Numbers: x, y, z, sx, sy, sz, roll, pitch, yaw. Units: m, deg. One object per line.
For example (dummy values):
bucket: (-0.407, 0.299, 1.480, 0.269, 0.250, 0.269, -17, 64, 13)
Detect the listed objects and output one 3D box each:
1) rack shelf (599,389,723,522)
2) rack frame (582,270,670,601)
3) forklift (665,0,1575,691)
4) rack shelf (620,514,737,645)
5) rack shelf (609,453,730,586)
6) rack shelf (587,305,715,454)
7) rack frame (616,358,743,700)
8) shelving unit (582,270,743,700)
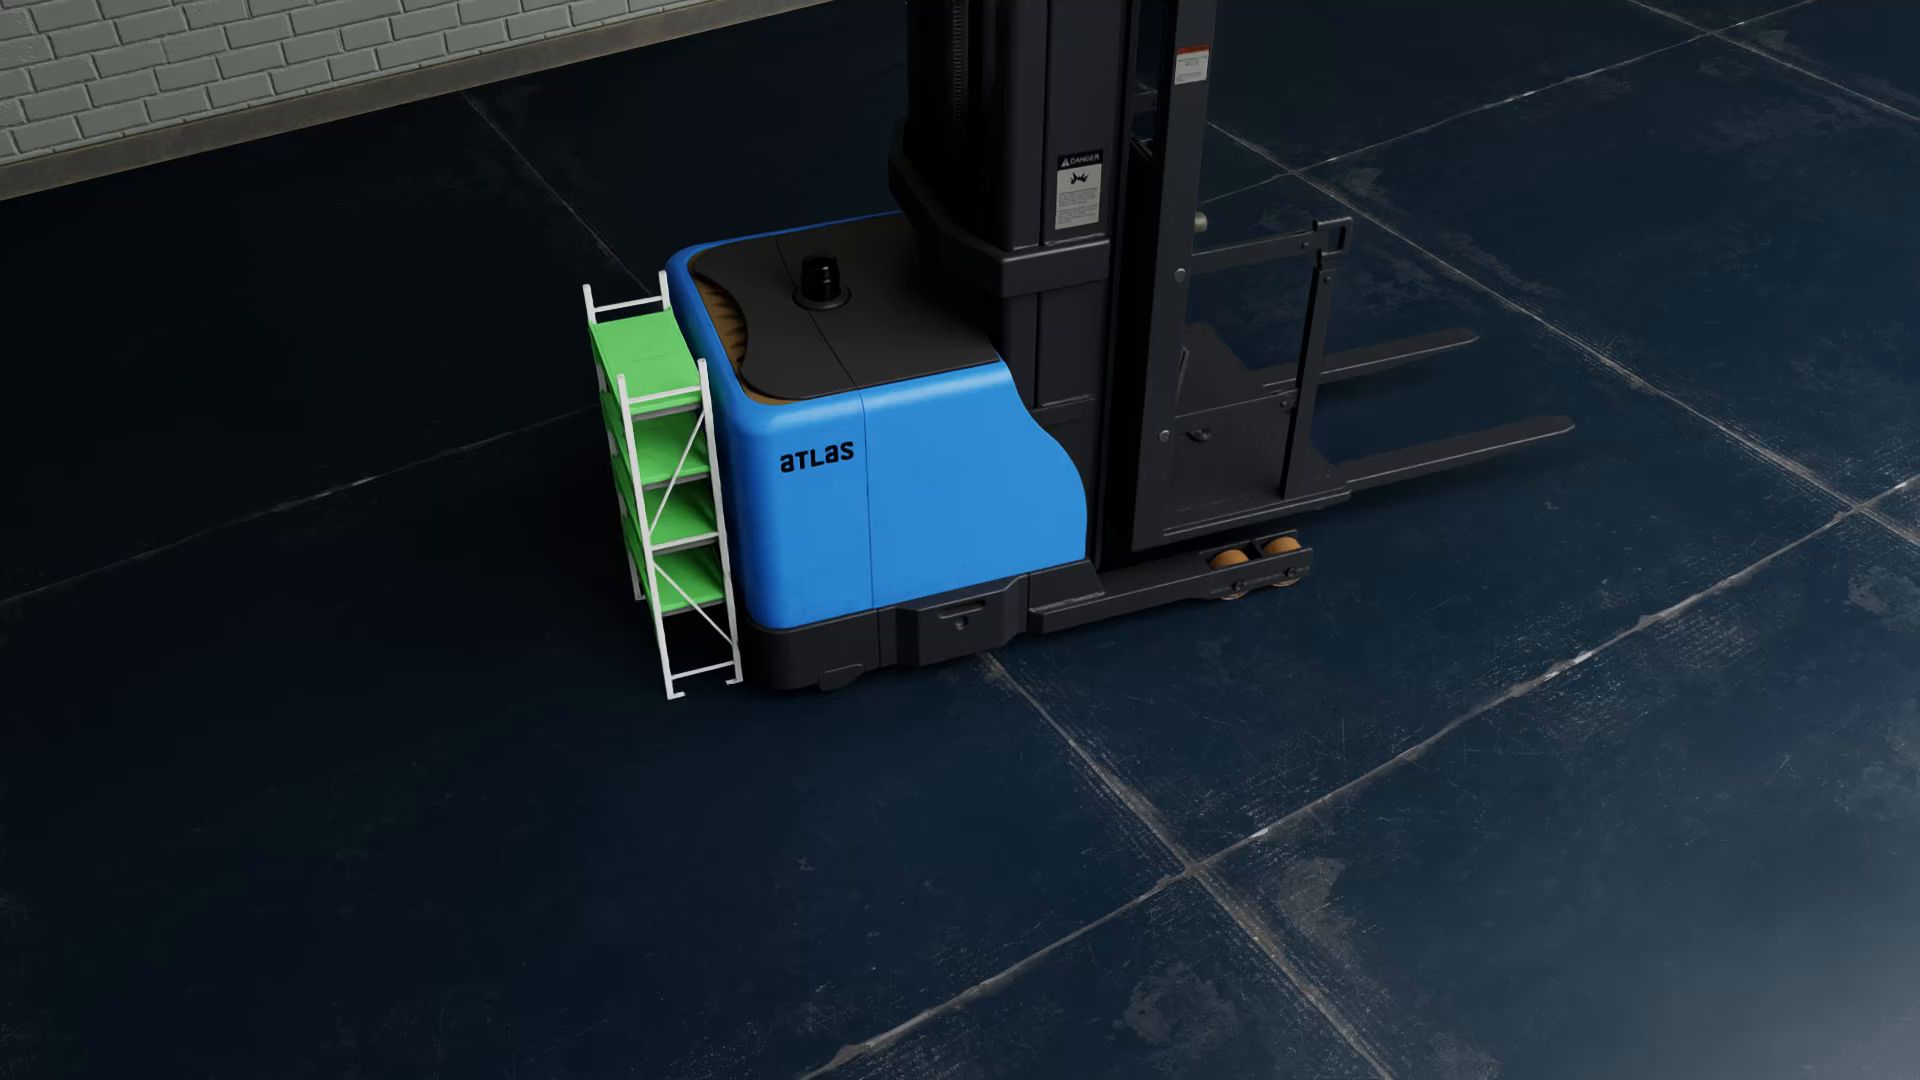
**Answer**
rack shelf: (-0.879, -0.278, 4.871, 0.258, 0.148, 0.480, -13, 42, -15)
rack frame: (-0.964, -0.289, 5.160, 0.240, 1.200, 0.015, -13, 42, -15)
forklift: (0.644, -1.234, 4.941, 3.031, 2.935, 1.130, -13, 42, -15)
rack shelf: (-0.879, 0.091, 5.178, 0.258, 0.148, 0.480, -13, 42, -15)
rack shelf: (-0.879, -0.093, 5.025, 0.258, 0.148, 0.480, -13, 42, -15)
rack shelf: (-0.879, -0.462, 4.717, 0.258, 0.148, 0.480, -13, 42, -15)
rack frame: (-0.795, 0.004, 4.808, 0.240, 1.200, 0.015, -13, 42, -15)
shelving unit: (-0.879, -0.142, 4.984, 0.258, 1.200, 0.503, -13, 42, -15)
